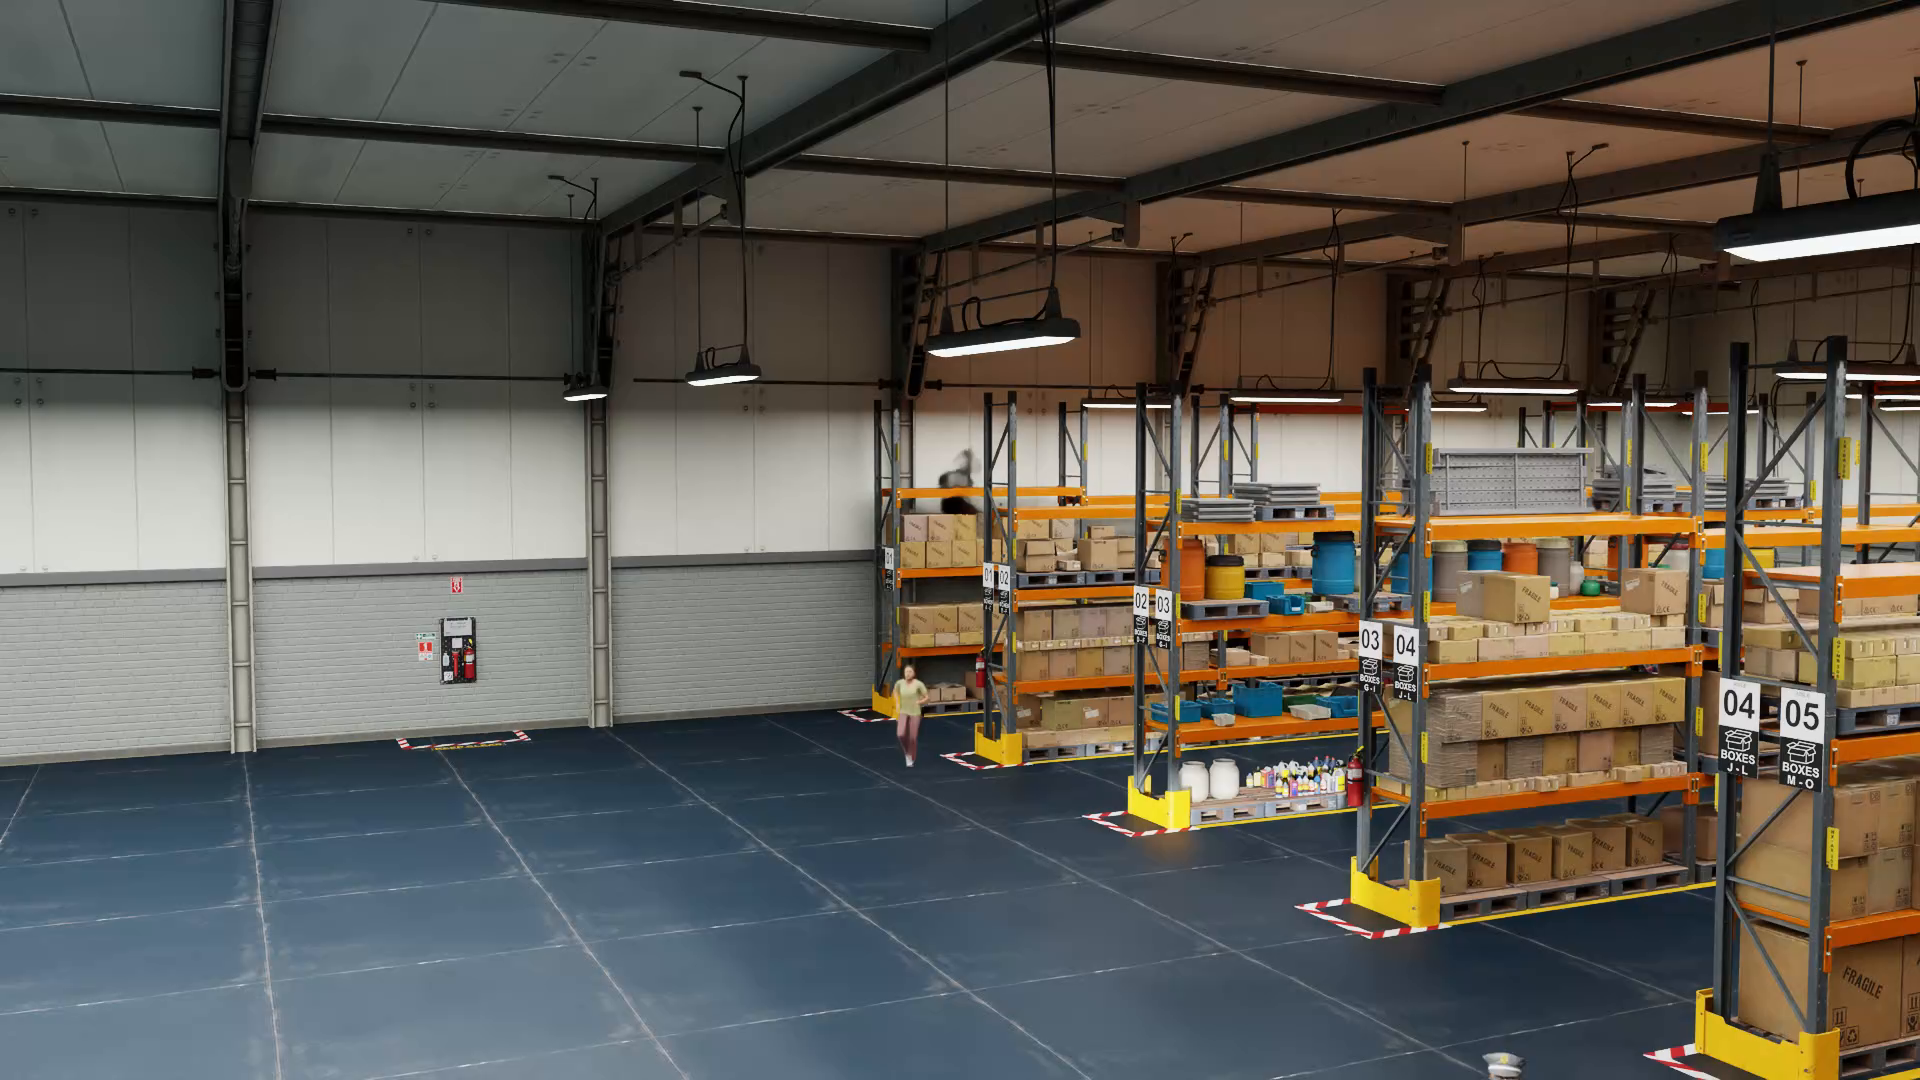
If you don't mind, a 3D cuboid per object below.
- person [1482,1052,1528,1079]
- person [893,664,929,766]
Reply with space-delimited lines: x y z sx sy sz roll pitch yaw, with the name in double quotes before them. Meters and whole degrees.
"person" 3.047 3.702 9.314 0.651 1.660 0.592 1 4 23
"person" -0.787 2.748 26.151 0.611 1.615 0.636 1 3 10
